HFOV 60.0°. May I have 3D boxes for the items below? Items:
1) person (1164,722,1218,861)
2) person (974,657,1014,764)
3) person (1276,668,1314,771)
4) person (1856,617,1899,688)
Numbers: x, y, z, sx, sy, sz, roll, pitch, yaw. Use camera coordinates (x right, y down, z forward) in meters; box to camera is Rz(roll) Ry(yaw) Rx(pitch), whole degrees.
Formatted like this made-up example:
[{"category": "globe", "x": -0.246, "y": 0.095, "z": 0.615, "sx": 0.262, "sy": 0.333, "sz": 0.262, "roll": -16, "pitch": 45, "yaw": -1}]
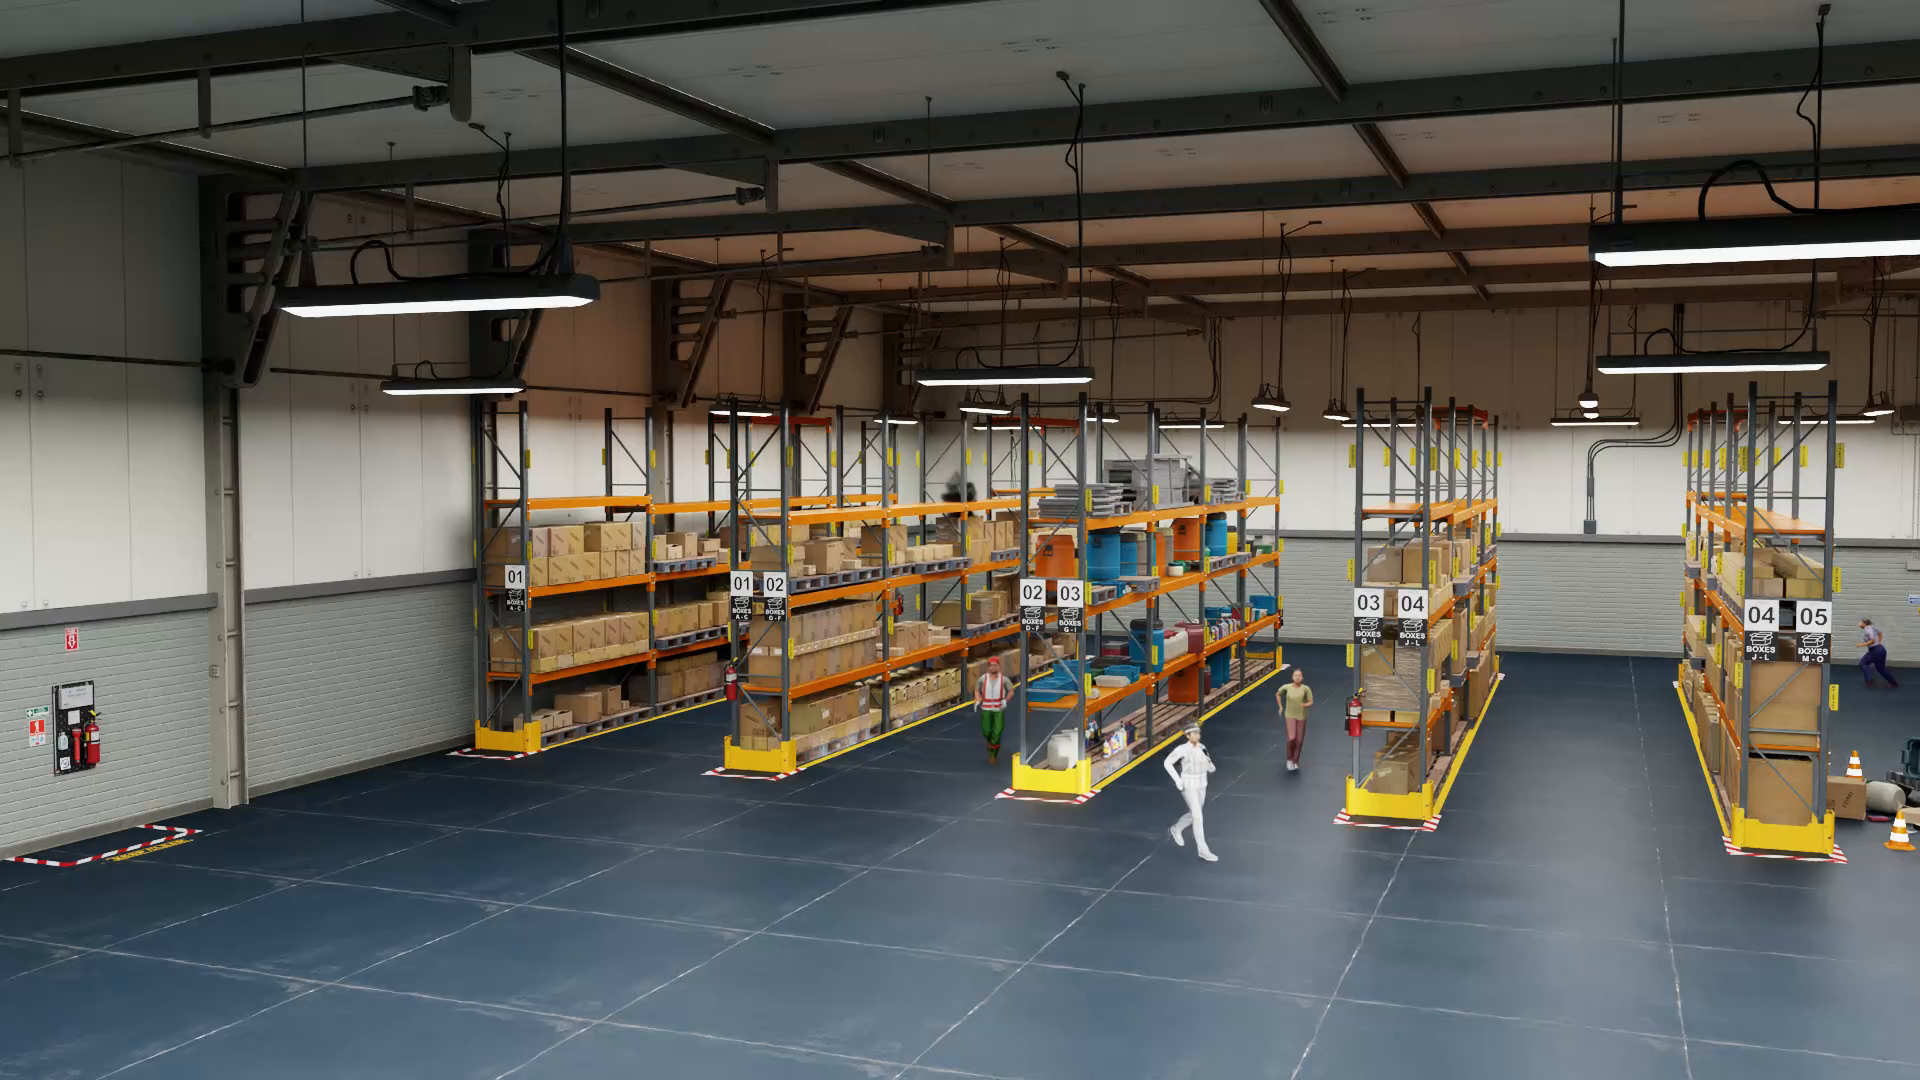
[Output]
[{"category": "person", "x": 2.927, "y": 3.115, "z": 20.914, "sx": 0.613, "sy": 1.678, "sz": 0.941, "roll": -2, "pitch": 3, "yaw": -36}, {"category": "person", "x": 0.564, "y": 2.802, "z": 27.475, "sx": 0.657, "sy": 1.743, "sz": 0.605, "roll": 0, "pitch": 3, "yaw": 6}, {"category": "person", "x": 5.370, "y": 2.866, "z": 26.583, "sx": 0.565, "sy": 1.639, "sz": 0.599, "roll": 0, "pitch": 3, "yaw": 2}, {"category": "person", "x": 20.051, "y": 2.490, "z": 36.350, "sx": 0.841, "sy": 1.587, "sz": 0.627, "roll": 2, "pitch": 3, "yaw": 29}]
